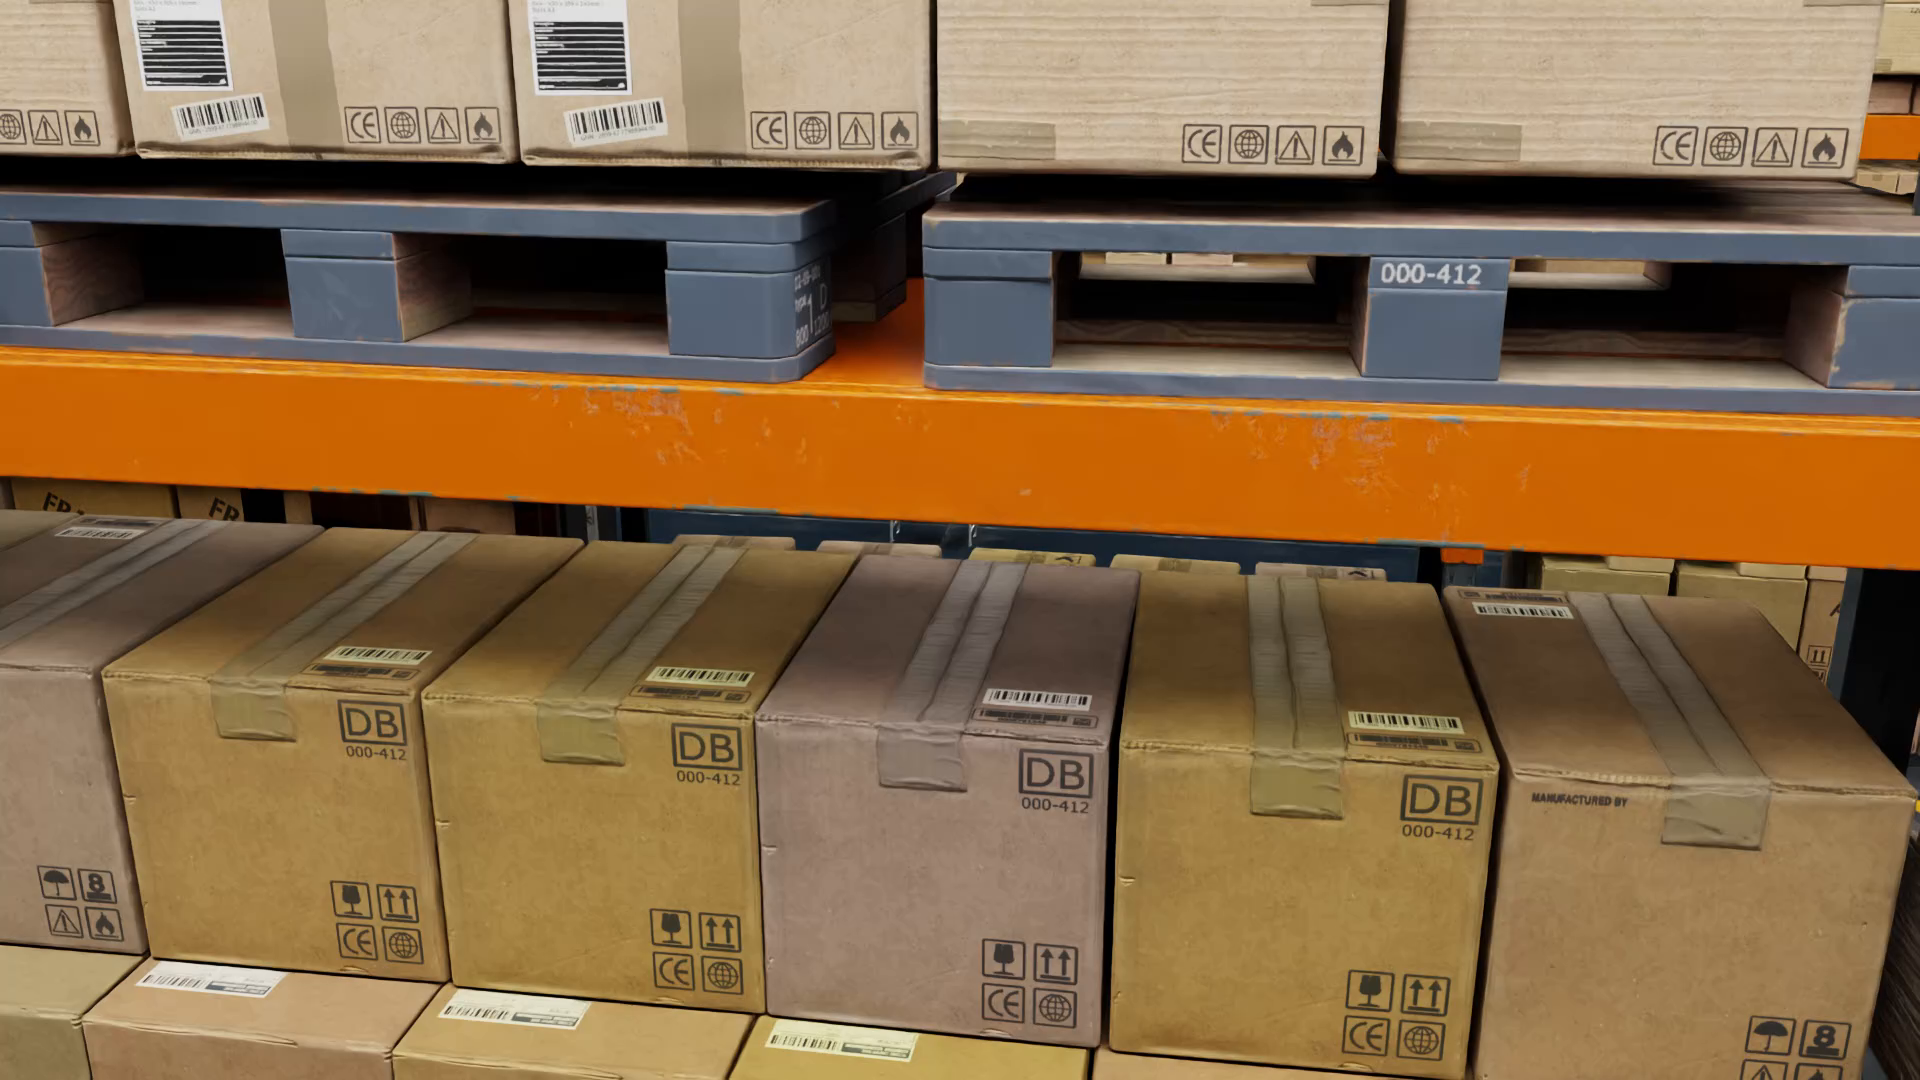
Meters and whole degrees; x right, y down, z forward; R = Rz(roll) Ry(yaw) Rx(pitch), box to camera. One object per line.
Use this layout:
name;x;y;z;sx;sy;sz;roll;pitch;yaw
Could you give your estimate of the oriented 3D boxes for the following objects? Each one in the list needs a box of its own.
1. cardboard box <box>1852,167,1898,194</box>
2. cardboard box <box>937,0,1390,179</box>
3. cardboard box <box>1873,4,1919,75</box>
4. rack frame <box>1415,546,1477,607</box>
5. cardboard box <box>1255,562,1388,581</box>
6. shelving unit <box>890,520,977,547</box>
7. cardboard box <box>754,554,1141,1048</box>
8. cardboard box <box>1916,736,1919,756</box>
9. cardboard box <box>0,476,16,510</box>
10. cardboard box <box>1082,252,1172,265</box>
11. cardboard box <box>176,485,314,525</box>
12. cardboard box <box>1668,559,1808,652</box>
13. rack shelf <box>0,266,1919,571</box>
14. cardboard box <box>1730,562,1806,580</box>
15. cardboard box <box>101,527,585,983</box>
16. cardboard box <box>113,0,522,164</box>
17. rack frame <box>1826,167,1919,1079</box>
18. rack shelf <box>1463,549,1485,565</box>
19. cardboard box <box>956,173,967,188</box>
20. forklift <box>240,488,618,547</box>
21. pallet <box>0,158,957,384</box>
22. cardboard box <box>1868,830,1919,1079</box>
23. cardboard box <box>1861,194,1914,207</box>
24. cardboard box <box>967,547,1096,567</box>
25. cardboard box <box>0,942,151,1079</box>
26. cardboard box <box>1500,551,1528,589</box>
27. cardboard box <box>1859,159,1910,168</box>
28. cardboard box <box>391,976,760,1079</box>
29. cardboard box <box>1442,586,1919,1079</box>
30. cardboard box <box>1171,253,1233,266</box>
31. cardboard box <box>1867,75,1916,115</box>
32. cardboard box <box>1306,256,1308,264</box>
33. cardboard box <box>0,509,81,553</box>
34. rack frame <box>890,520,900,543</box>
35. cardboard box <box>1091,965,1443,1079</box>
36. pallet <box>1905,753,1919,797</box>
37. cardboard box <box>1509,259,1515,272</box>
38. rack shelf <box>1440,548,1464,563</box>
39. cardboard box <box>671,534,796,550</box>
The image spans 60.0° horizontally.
cardboard box;6.032;-2.387;11.062;0.250;0.149;0.380;3;19;10
cardboard box;0.258;-0.613;2.098;0.500;0.250;0.500;3;19;8
cardboard box;3.592;-1.910;6.325;0.500;0.250;0.500;3;19;9
rack frame;2.197;-0.578;7.303;0.127;3.000;1.000;3;19;9
cardboard box;1.679;0.443;7.730;0.625;0.372;0.950;3;19;9
shelving unit;-0.163;-0.577;10.138;0.503;1.200;0.258;3;19;9
cardboard box;0.014;0.382;2.700;0.500;0.500;0.700;3;19;9
cardboard box;4.278;0.719;7.100;0.500;0.250;0.500;2;19;7
cardboard box;-5.077;-0.166;8.759;0.875;0.875;0.875;4;19;10
cardboard box;0.706;-0.969;7.185;0.500;0.500;0.500;4;19;11
cardboard box;-3.301;-0.078;8.495;0.875;0.875;0.875;3;19;9
cardboard box;3.267;0.309;7.143;0.500;0.500;0.500;4;19;11
rack shelf;-0.463;-0.204;2.592;4.000;0.370;1.077;3;19;9
cardboard box;3.359;0.028;6.959;0.250;0.149;0.380;4;19;11
cardboard box;-0.989;0.331;2.854;0.500;0.500;0.700;3;19;8
cardboard box;-0.756;-0.694;2.243;0.500;0.311;0.500;3;19;8
rack frame;1.512;0.978;2.653;0.127;3.000;1.000;3;19;9
rack shelf;4.172;-0.136;7.116;4.000;0.370;1.077;3;19;9
cardboard box;0.081;-2.554;12.029;0.250;0.149;0.380;3;19;9
forklift;-1.662;0.334;4.687;1.130;2.935;3.031;6;19;16
pallet;-0.689;-0.485;2.596;1.213;0.211;1.003;4;19;11
cardboard box;1.878;0.922;2.585;0.550;0.550;0.875;3;19;9
cardboard box;3.590;-1.084;6.614;0.500;0.500;0.700;3;19;7
cardboard box;0.282;0.374;7.938;0.625;0.372;0.950;4;19;10
cardboard box;-1.535;0.861;2.845;0.500;0.500;0.500;3;19;8
cardboard box;2.824;0.117;7.716;0.500;0.500;0.500;3;19;8
cardboard box;6.380;-2.545;11.533;0.250;0.149;0.380;4;19;11
cardboard box;-0.545;0.912;2.692;0.500;0.500;0.500;3;19;8
cardboard box;1.021;0.433;2.548;0.500;0.500;0.700;3;19;8
cardboard box;1.023;-1.256;7.020;0.250;0.149;0.380;2;19;7
cardboard box;3.481;-1.738;6.440;0.250;0.149;0.380;2;19;7
cardboard box;1.705;-0.917;7.028;0.500;0.500;0.500;3;19;8
cardboard box;-1.996;0.281;3.003;0.500;0.500;0.700;3;19;8
rack frame;-0.404;-0.590;10.174;0.015;1.200;0.240;3;19;9
cardboard box;0.455;0.963;2.542;0.500;0.500;0.500;3;19;8
pallet;4.074;0.828;7.496;1.213;0.211;1.003;3;19;9
cardboard box;3.895;-2.055;11.561;0.500;0.500;0.500;3;19;10
rack shelf;0.223;-0.337;7.718;4.000;0.370;1.077;3;19;9
cardboard box;-1.196;0.299;8.161;0.625;0.372;0.950;2;19;5
